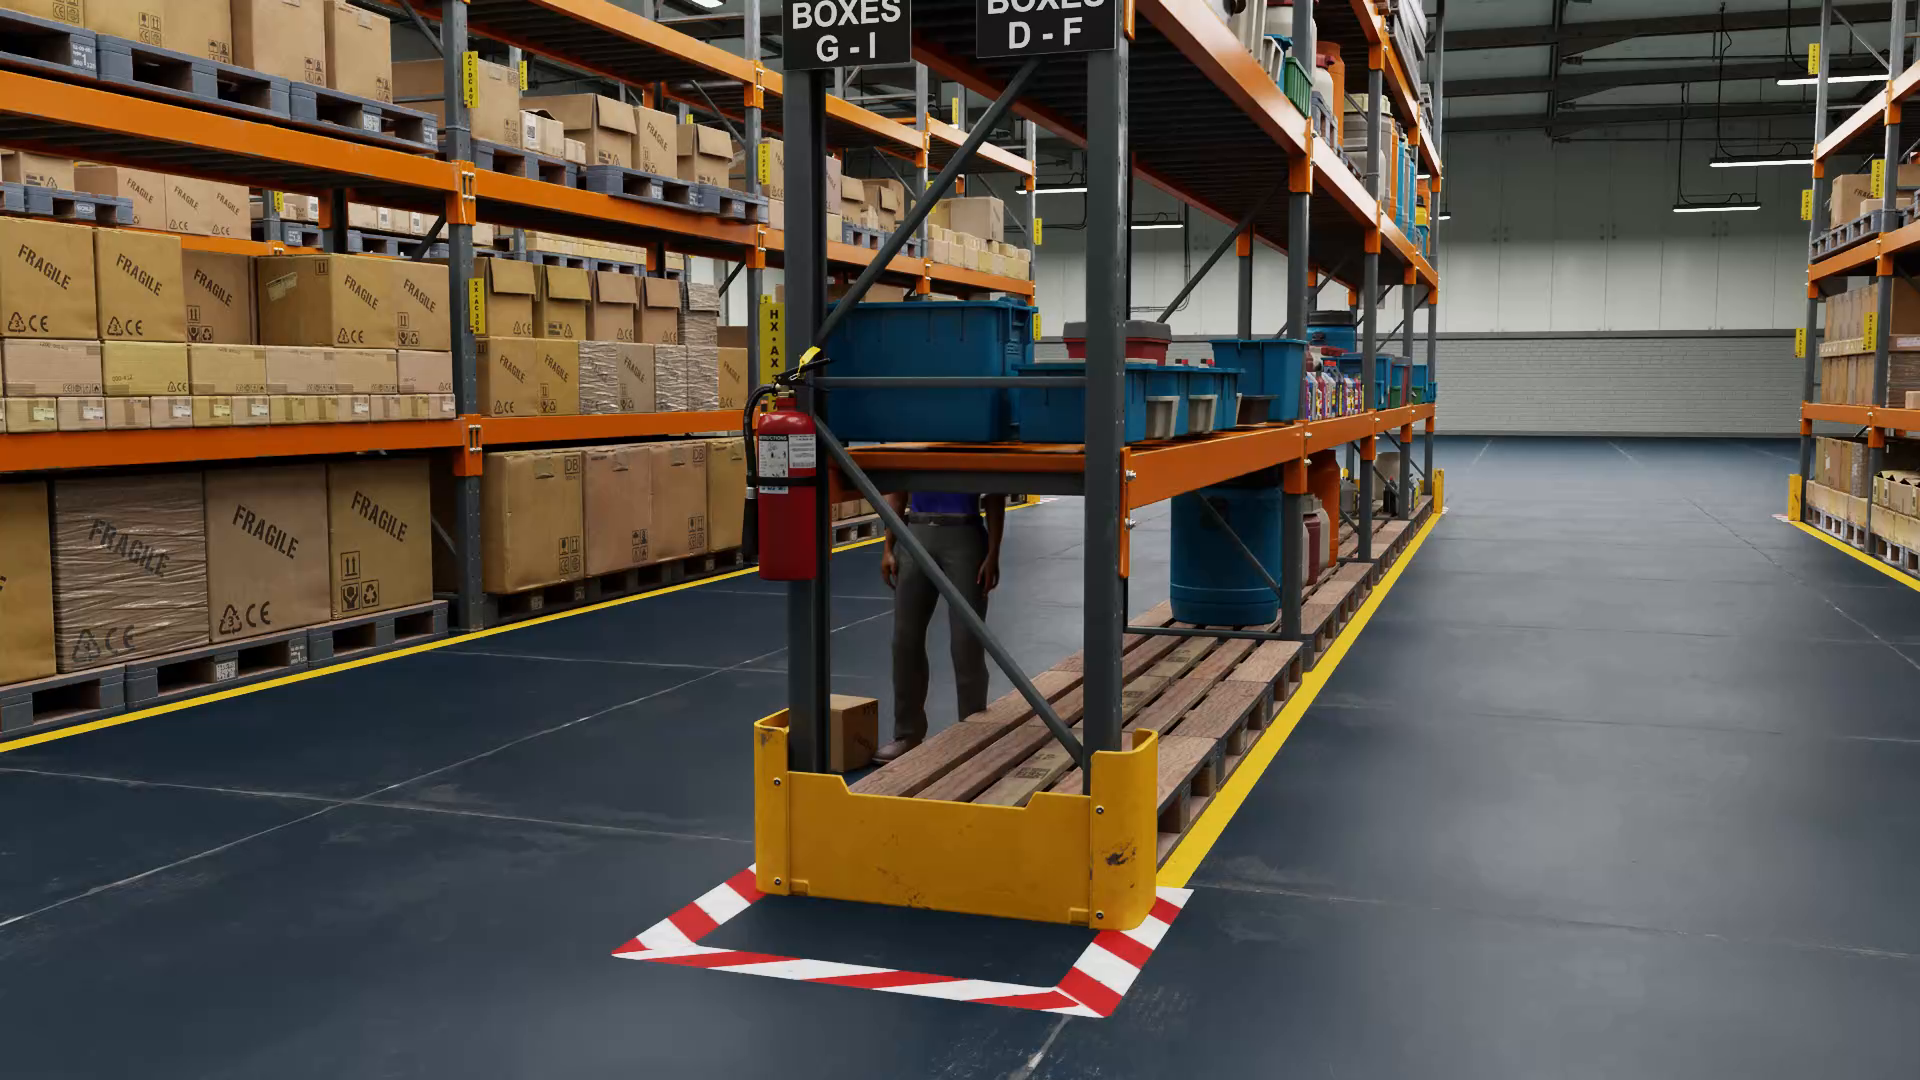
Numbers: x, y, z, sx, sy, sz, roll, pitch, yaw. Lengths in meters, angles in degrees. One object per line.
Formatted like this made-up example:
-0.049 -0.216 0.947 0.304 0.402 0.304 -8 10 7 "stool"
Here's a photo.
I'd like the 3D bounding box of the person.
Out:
-0.075 0.063 6.585 0.507 1.655 0.349 2 6 19 "person"
